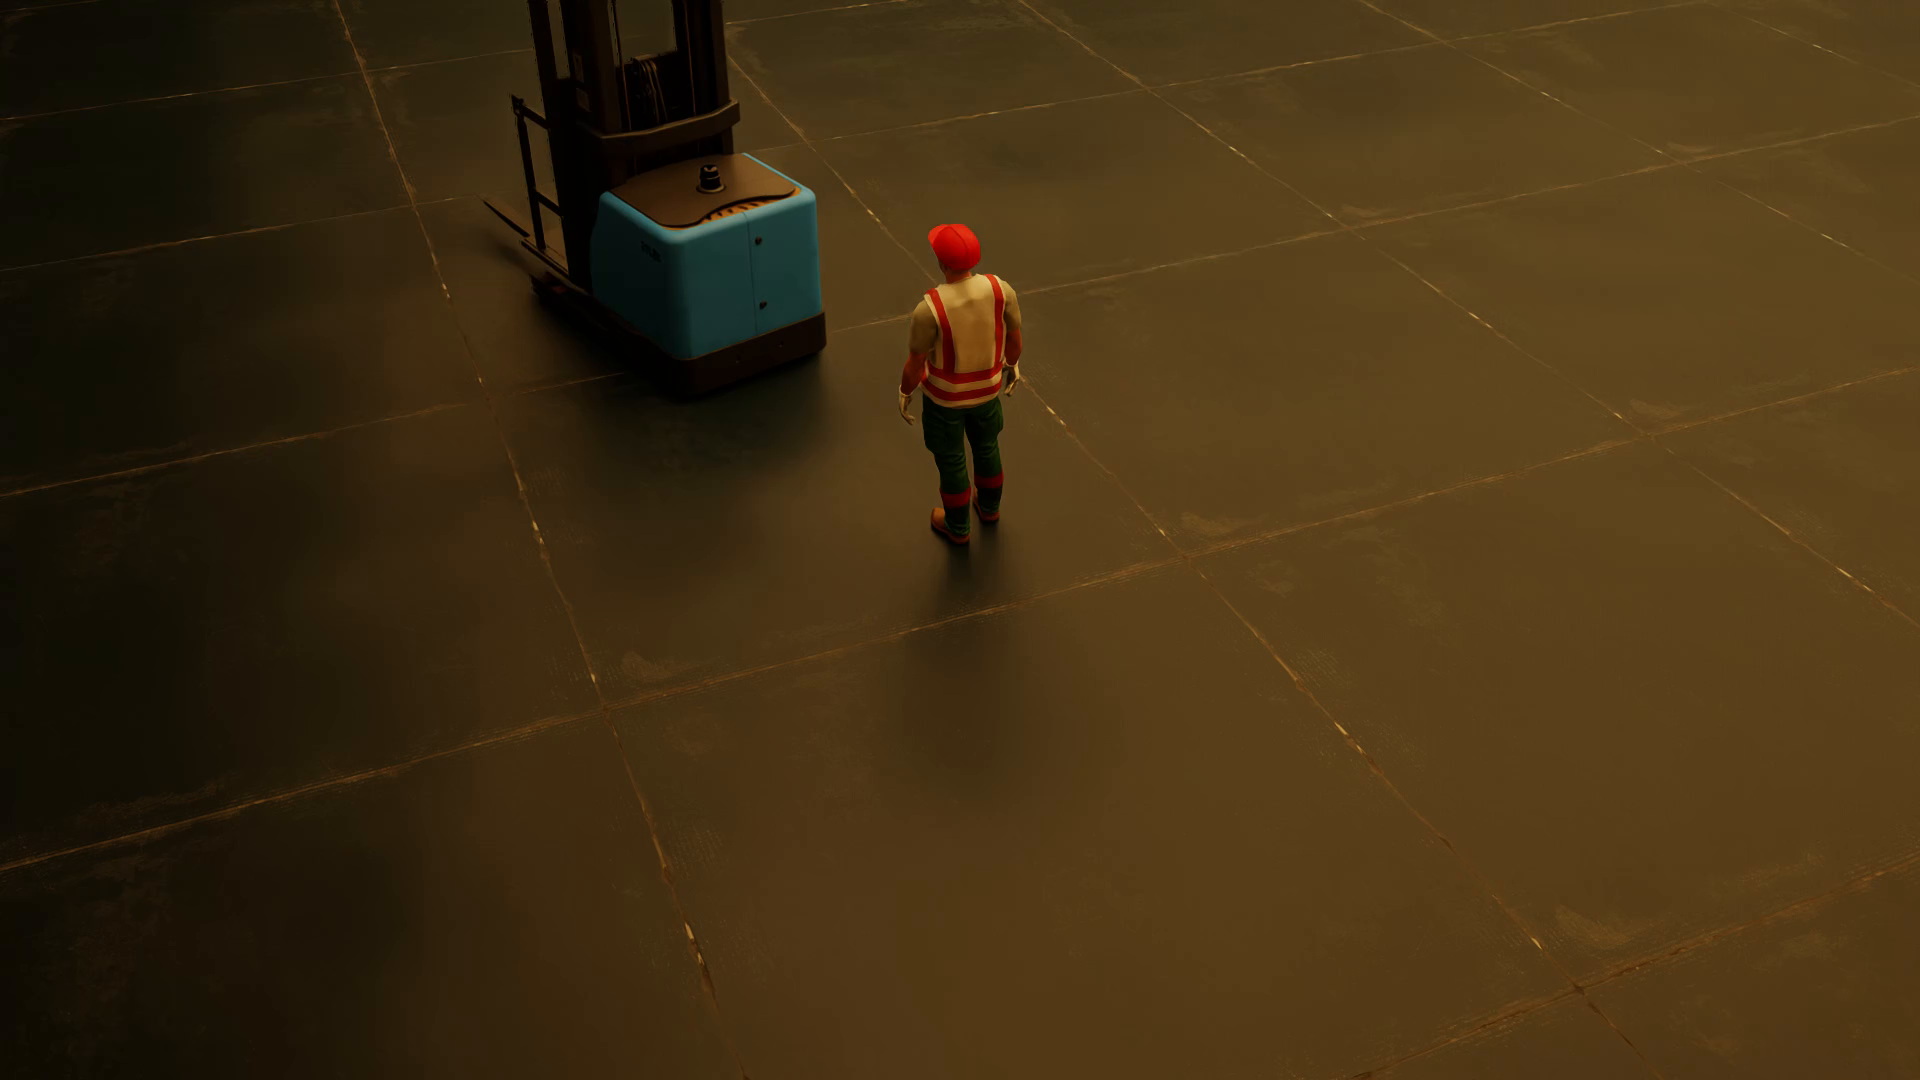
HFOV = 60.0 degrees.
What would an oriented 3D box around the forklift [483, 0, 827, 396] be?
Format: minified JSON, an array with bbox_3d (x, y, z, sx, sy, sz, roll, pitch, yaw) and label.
[{"bbox_3d":[-2.125,-2.826,10.073,1.130,2.935,3.031,-25,42,-30],"label":"forklift"}]

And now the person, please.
[{"bbox_3d":[-0.020,-0.781,8.169,0.637,1.790,0.562,-14,38,-19],"label":"person"}]
